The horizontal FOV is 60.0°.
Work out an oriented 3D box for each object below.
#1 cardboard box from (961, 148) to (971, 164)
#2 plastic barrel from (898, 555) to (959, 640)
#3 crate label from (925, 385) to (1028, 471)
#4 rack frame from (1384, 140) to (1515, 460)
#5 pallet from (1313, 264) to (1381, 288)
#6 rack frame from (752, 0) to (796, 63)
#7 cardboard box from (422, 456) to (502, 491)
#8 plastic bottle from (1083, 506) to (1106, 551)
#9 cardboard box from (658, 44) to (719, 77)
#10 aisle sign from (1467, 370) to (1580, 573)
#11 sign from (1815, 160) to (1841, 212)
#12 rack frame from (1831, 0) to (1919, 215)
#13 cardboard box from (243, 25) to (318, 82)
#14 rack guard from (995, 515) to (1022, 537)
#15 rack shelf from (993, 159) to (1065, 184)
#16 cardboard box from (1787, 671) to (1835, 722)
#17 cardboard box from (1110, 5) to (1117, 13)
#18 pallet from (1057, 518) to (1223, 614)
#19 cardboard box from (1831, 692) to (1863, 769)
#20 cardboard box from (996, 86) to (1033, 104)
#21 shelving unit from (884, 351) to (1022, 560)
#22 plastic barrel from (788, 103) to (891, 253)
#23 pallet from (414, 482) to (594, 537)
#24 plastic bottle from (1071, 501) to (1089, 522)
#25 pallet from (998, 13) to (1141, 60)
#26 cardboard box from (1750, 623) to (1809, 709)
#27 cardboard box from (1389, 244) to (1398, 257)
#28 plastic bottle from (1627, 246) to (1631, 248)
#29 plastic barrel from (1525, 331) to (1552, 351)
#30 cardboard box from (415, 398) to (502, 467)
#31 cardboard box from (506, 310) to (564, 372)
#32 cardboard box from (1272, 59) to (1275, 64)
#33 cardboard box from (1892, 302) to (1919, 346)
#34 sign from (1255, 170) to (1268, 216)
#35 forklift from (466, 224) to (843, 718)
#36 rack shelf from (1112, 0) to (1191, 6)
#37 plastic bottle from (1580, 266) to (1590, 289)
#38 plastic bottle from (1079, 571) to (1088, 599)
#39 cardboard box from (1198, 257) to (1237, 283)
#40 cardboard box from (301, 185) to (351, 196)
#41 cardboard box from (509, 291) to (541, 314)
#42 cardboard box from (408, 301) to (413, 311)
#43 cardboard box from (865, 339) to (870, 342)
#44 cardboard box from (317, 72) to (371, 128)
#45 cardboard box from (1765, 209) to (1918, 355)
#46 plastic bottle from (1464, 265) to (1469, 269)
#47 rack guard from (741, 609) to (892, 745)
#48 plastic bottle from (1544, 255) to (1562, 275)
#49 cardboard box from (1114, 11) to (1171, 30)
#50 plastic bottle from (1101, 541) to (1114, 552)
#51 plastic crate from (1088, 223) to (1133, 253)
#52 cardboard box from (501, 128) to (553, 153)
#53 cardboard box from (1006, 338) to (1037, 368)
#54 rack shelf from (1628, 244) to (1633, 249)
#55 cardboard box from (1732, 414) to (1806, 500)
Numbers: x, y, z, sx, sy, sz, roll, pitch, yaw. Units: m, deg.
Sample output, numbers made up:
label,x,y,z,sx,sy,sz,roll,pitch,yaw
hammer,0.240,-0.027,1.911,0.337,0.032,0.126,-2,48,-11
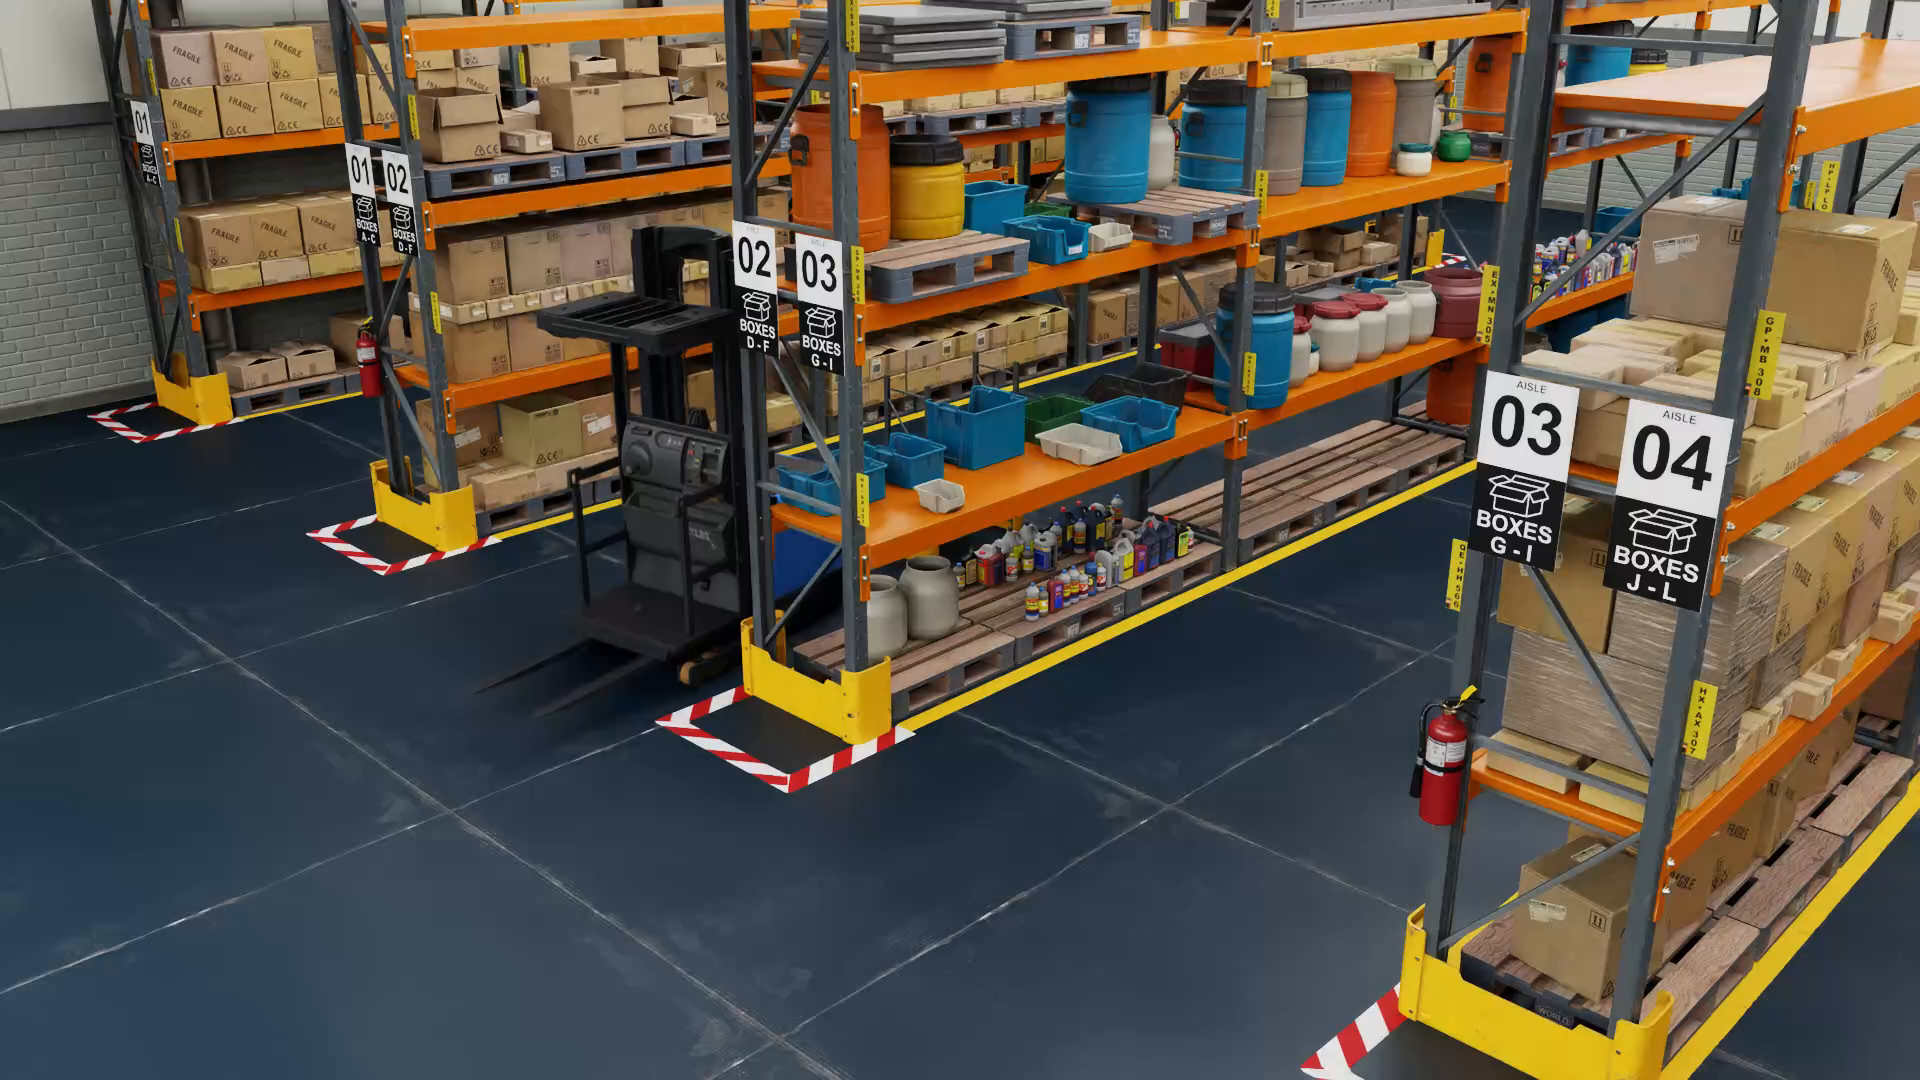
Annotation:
label,x,y,z,sx,sy,sz,roll,pitch,yaw
cardboard box,-0.191,-5.693,23.985,0.500,0.500,0.500,20,28,41
plastic barrel,-0.220,0.399,11.600,0.421,0.512,0.421,0,21,0
crate label,0.116,-0.806,11.804,0.502,0.435,0.616,19,28,41
rack frame,4.607,-2.306,15.754,1.000,3.000,0.127,19,28,41
pallet,5.182,-3.764,23.436,1.003,0.211,1.213,19,28,41
rack frame,-2.491,-7.585,21.129,1.000,3.000,0.127,19,28,41
cardboard box,-4.358,-0.614,14.601,0.500,0.250,0.500,19,28,41
plastic bottle,1.059,-0.106,13.112,0.144,0.351,0.185,19,28,41
cardboard box,-3.462,-5.933,20.838,0.637,0.503,0.797,-15,26,-35
aisle sign,2.317,-0.282,6.866,0.394,0.787,0.004,19,28,41
sign,4.965,-2.001,9.511,0.100,0.325,0.005,19,28,41
rack frame,5.365,-2.838,8.777,1.000,3.000,0.127,19,28,41
cardboard box,-6.894,-4.941,16.868,0.500,0.500,0.500,-19,28,-41
rack guard,0.294,-0.225,14.174,0.587,0.250,0.087,19,28,41
rack shelf,1.694,-5.992,26.347,1.077,0.370,4.000,19,28,41
cardboard box,4.060,0.733,8.199,0.380,0.149,0.250,19,28,41
cardboard box,2.060,-8.246,25.467,0.500,0.500,0.500,18,27,38
pallet,1.318,0.187,13.157,1.003,0.211,1.213,19,28,41
cardboard box,5.057,1.026,9.985,0.500,0.500,0.500,18,28,39
cardboard box,0.432,-4.802,17.693,0.500,0.250,0.500,-19,28,-41
shelving unit,-0.053,-0.680,13.616,0.587,1.500,1.083,19,28,41
plastic barrel,-0.726,-2.202,10.121,0.600,0.830,0.708,19,28,41
pallet,-4.017,-0.395,14.670,1.003,0.211,1.213,19,28,41
plastic bottle,0.956,-0.143,13.205,0.185,0.351,0.144,-19,28,-41
pallet,0.410,-3.269,10.719,1.003,0.211,1.213,19,28,41
cardboard box,3.621,0.394,8.176,0.875,0.500,0.500,19,28,41
cardboard box,6.091,-4.202,24.025,0.380,0.166,0.250,19,28,41
plastic bottle,7.252,-3.085,18.059,0.097,0.201,0.097,0,21,0
plastic barrel,6.054,-1.928,17.654,0.421,0.512,0.421,0,21,0
cardboard box,-4.359,-0.965,14.467,0.500,0.500,0.500,19,28,41
cardboard box,-3.823,-1.789,14.272,0.500,0.500,0.700,-19,28,-41
cardboard box,3.996,-6.331,21.558,0.500,0.250,0.500,19,28,41
cardboard box,4.430,-1.058,7.980,0.250,0.149,0.380,-19,28,-40
sign,2.203,-2.541,12.173,0.100,0.325,0.005,19,28,41
forklift,-2.090,-0.565,11.322,1.130,2.935,3.031,13,25,31
rack shelf,2.456,-6.338,19.444,1.077,0.370,4.000,19,28,41
plastic bottle,6.363,-2.708,16.965,0.061,0.283,0.133,19,28,41
plastic bottle,0.892,0.324,12.199,0.097,0.201,0.097,0,21,0
cardboard box,3.361,-3.289,21.185,0.500,0.500,0.500,19,28,41
cardboard box,-6.829,-3.583,18.213,0.500,0.500,0.500,-20,29,-41
cardboard box,-3.735,-2.019,13.964,0.380,0.149,0.250,19,28,41
cardboard box,-5.977,-2.519,19.179,0.500,0.500,0.500,17,27,37
cardboard box,-1.294,-2.003,17.434,0.500,0.311,0.500,-19,28,-41
cardboard box,-6.542,-4.615,17.414,0.500,0.500,0.500,-18,27,-39
cardboard box,3.804,-1.143,7.296,0.500,0.500,0.500,19,28,40
plastic bottle,5.110,-2.641,16.805,0.097,0.271,0.097,0,21,0
rack guard,-0.955,0.886,10.934,1.175,0.500,0.348,19,28,41
plastic bottle,6.019,-2.713,16.882,0.144,0.351,0.185,19,28,41
cardboard box,2.081,-5.833,19.216,0.500,0.500,0.500,19,28,41
plastic bottle,1.123,0.136,12.574,0.061,0.283,0.133,19,28,41
plastic crate,0.986,-2.041,11.251,0.243,0.136,0.396,19,28,41
cardboard box,-3.573,-3.292,13.710,0.380,0.149,0.250,19,28,41
cardboard box,0.511,-2.129,18.542,0.500,0.250,0.500,19,28,40
rack shelf,8.792,-3.512,19.896,1.077,0.370,4.000,19,28,41
cardboard box,3.096,-0.399,6.821,0.500,0.250,0.500,-19,28,-40
